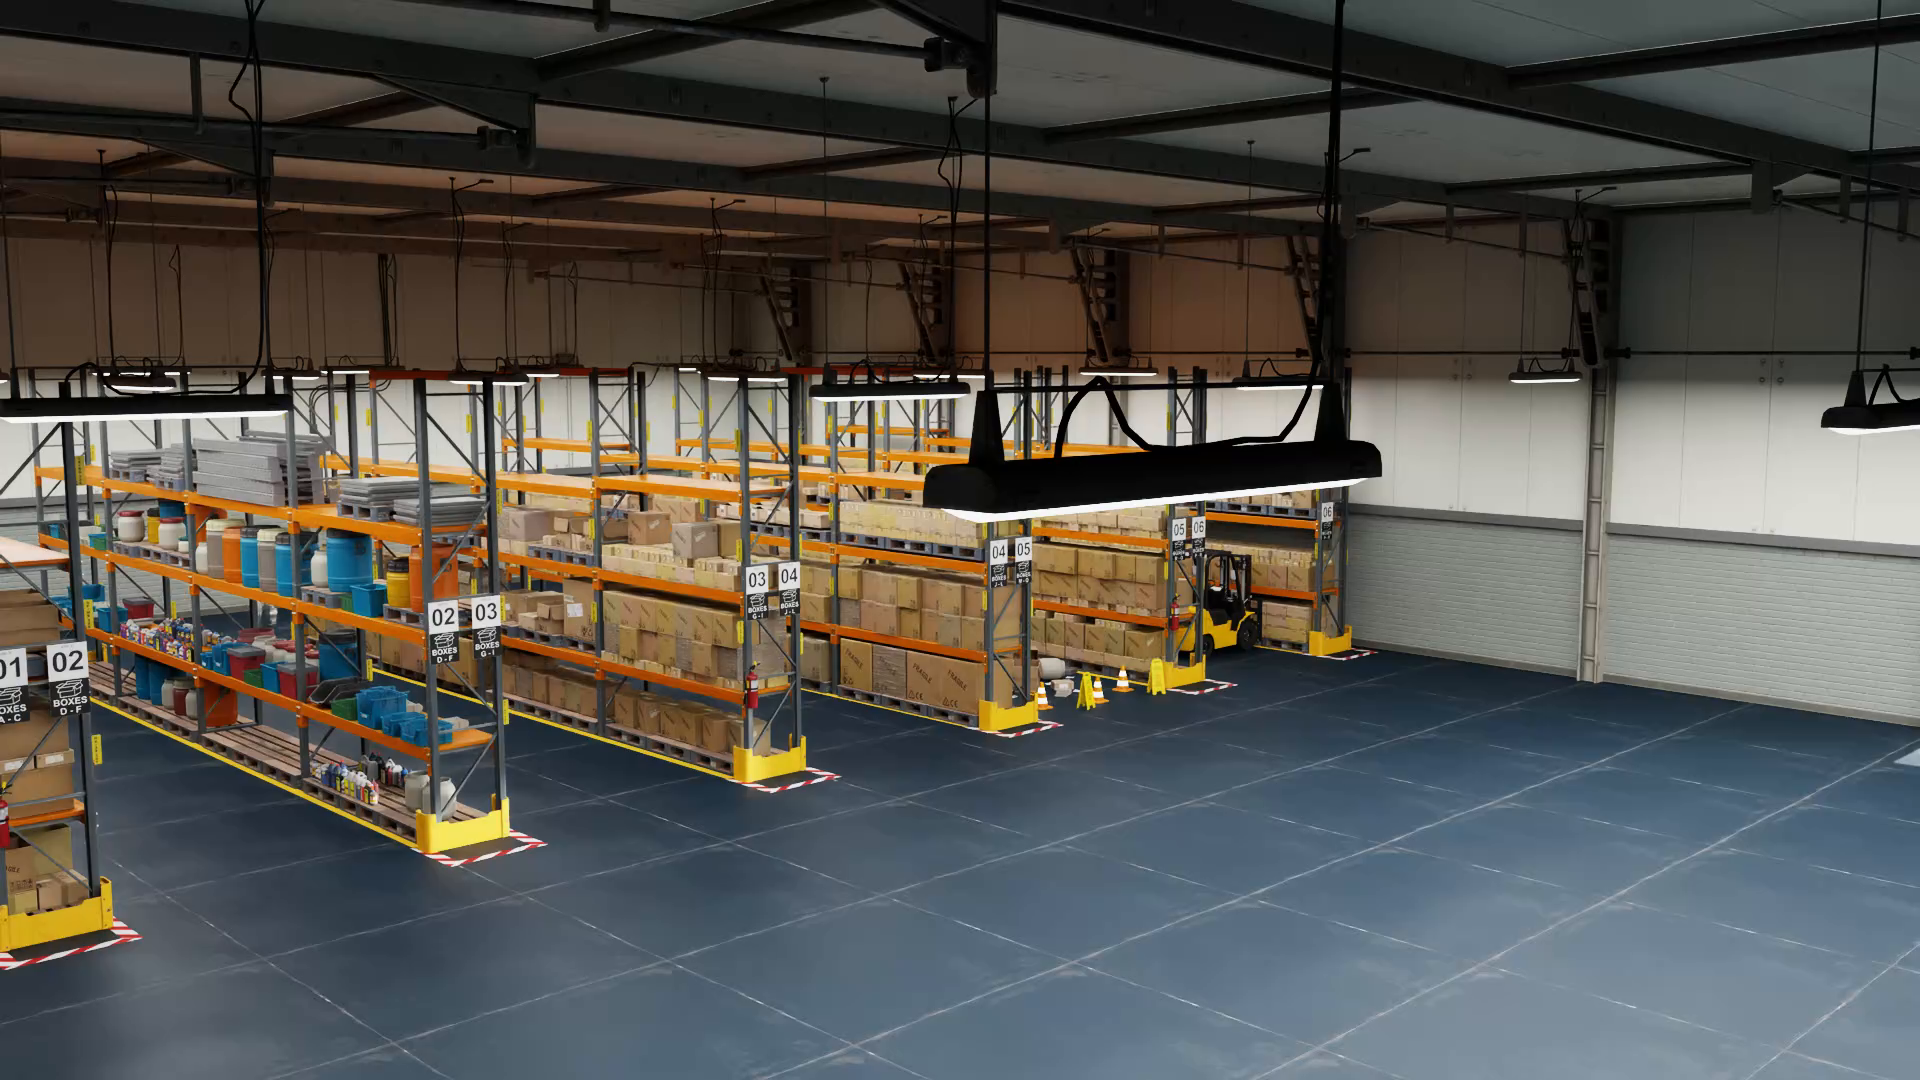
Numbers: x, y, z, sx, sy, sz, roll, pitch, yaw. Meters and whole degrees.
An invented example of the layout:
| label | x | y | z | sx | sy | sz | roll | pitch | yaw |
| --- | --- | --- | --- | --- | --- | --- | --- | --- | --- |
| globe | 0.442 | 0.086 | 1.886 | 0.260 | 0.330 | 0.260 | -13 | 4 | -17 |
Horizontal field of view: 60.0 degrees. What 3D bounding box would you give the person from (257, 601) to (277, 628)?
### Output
| label | x | y | z | sx | sy | sz | roll | pitch | yaw |
| --- | --- | --- | --- | --- | --- | --- | --- | --- | --- |
| person | -16.057 | 1.111 | 38.517 | 0.577 | 1.799 | 0.414 | -4 | 8 | -32 |
